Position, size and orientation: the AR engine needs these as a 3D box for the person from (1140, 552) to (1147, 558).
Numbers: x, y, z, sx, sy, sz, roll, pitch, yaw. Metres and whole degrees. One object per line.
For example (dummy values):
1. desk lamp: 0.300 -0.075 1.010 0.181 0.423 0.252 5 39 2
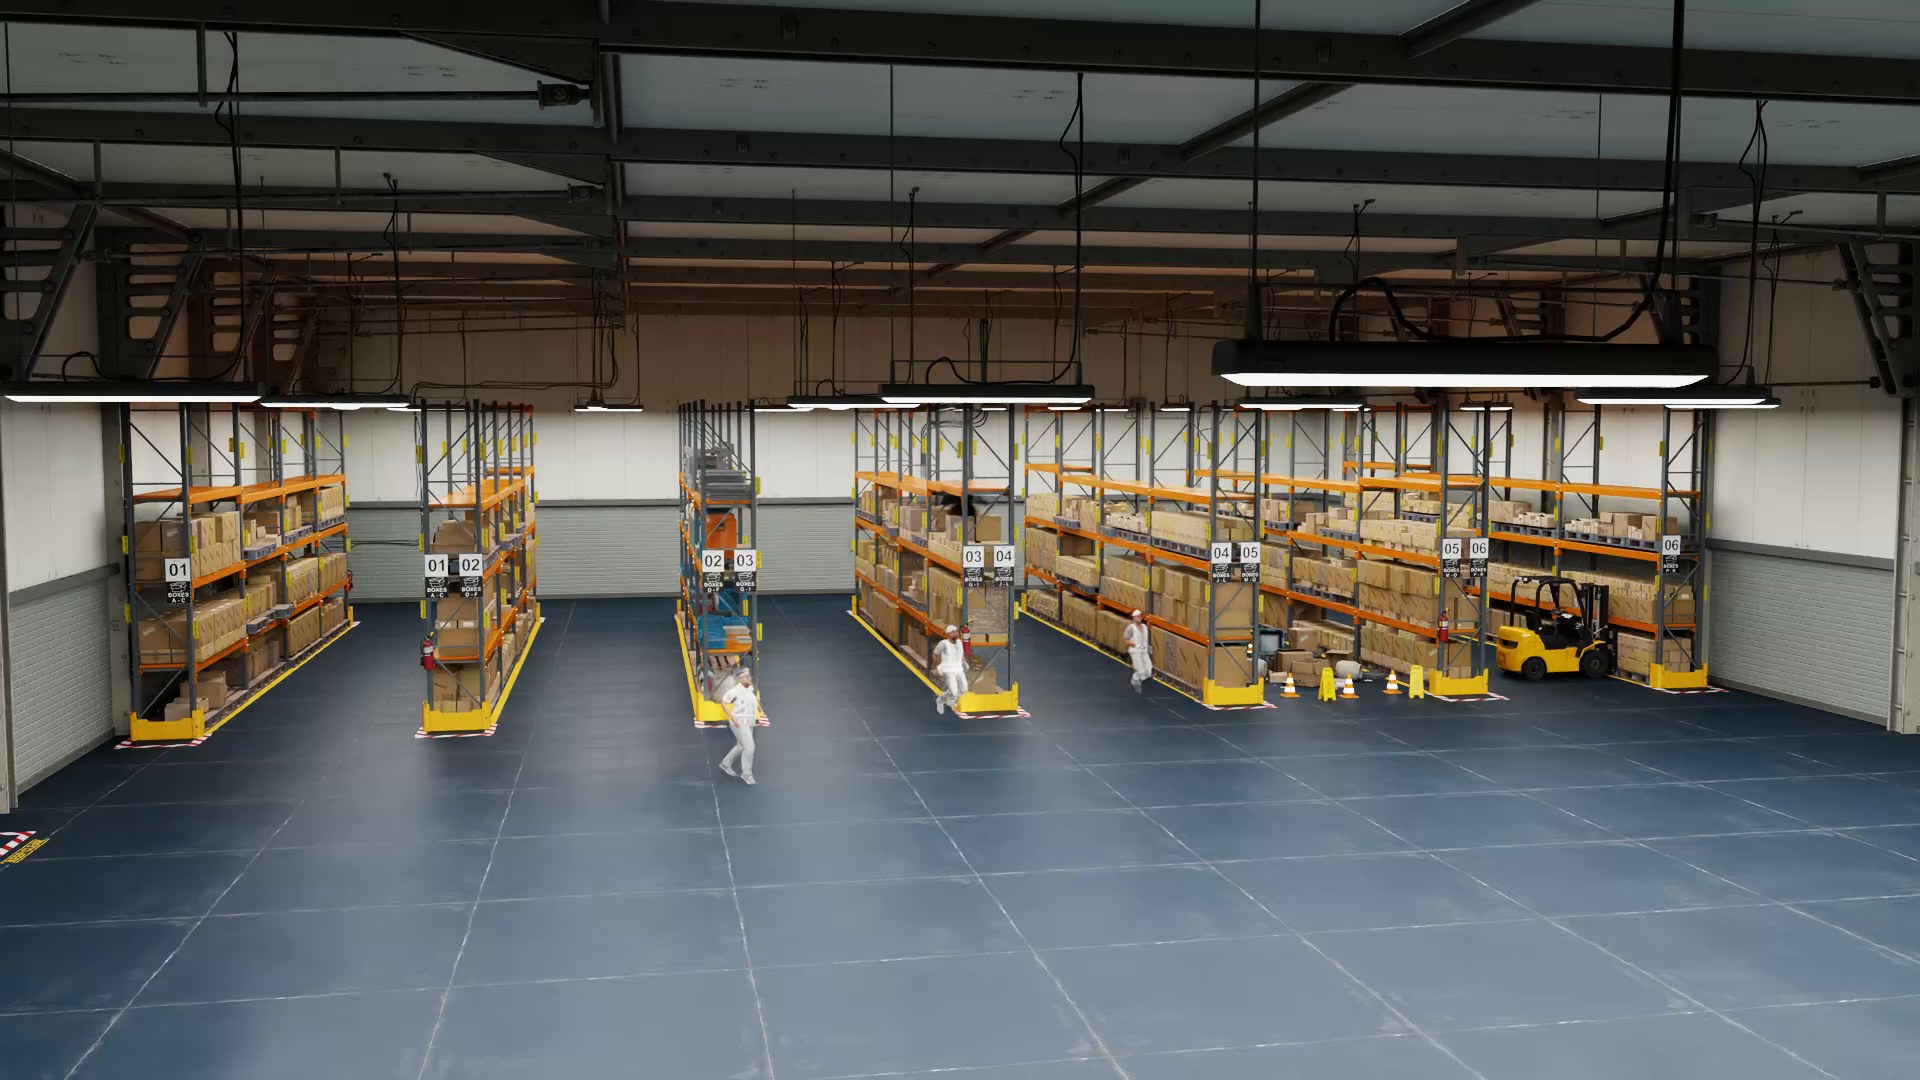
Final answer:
1. person: 5.609 1.053 50.742 0.811 1.713 0.690 0 4 2

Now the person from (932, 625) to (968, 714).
1. person: -0.131 2.424 30.978 0.688 1.680 0.632 -4 6 -40

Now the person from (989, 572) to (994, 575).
1. person: 0.672 1.235 48.269 0.738 1.693 0.953 1 4 9

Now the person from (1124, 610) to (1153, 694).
1. person: 3.584 2.249 33.132 0.642 1.705 0.585 -2 5 -27

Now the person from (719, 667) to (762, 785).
1. person: -3.429 2.899 25.958 0.745 1.848 0.688 2 5 24
